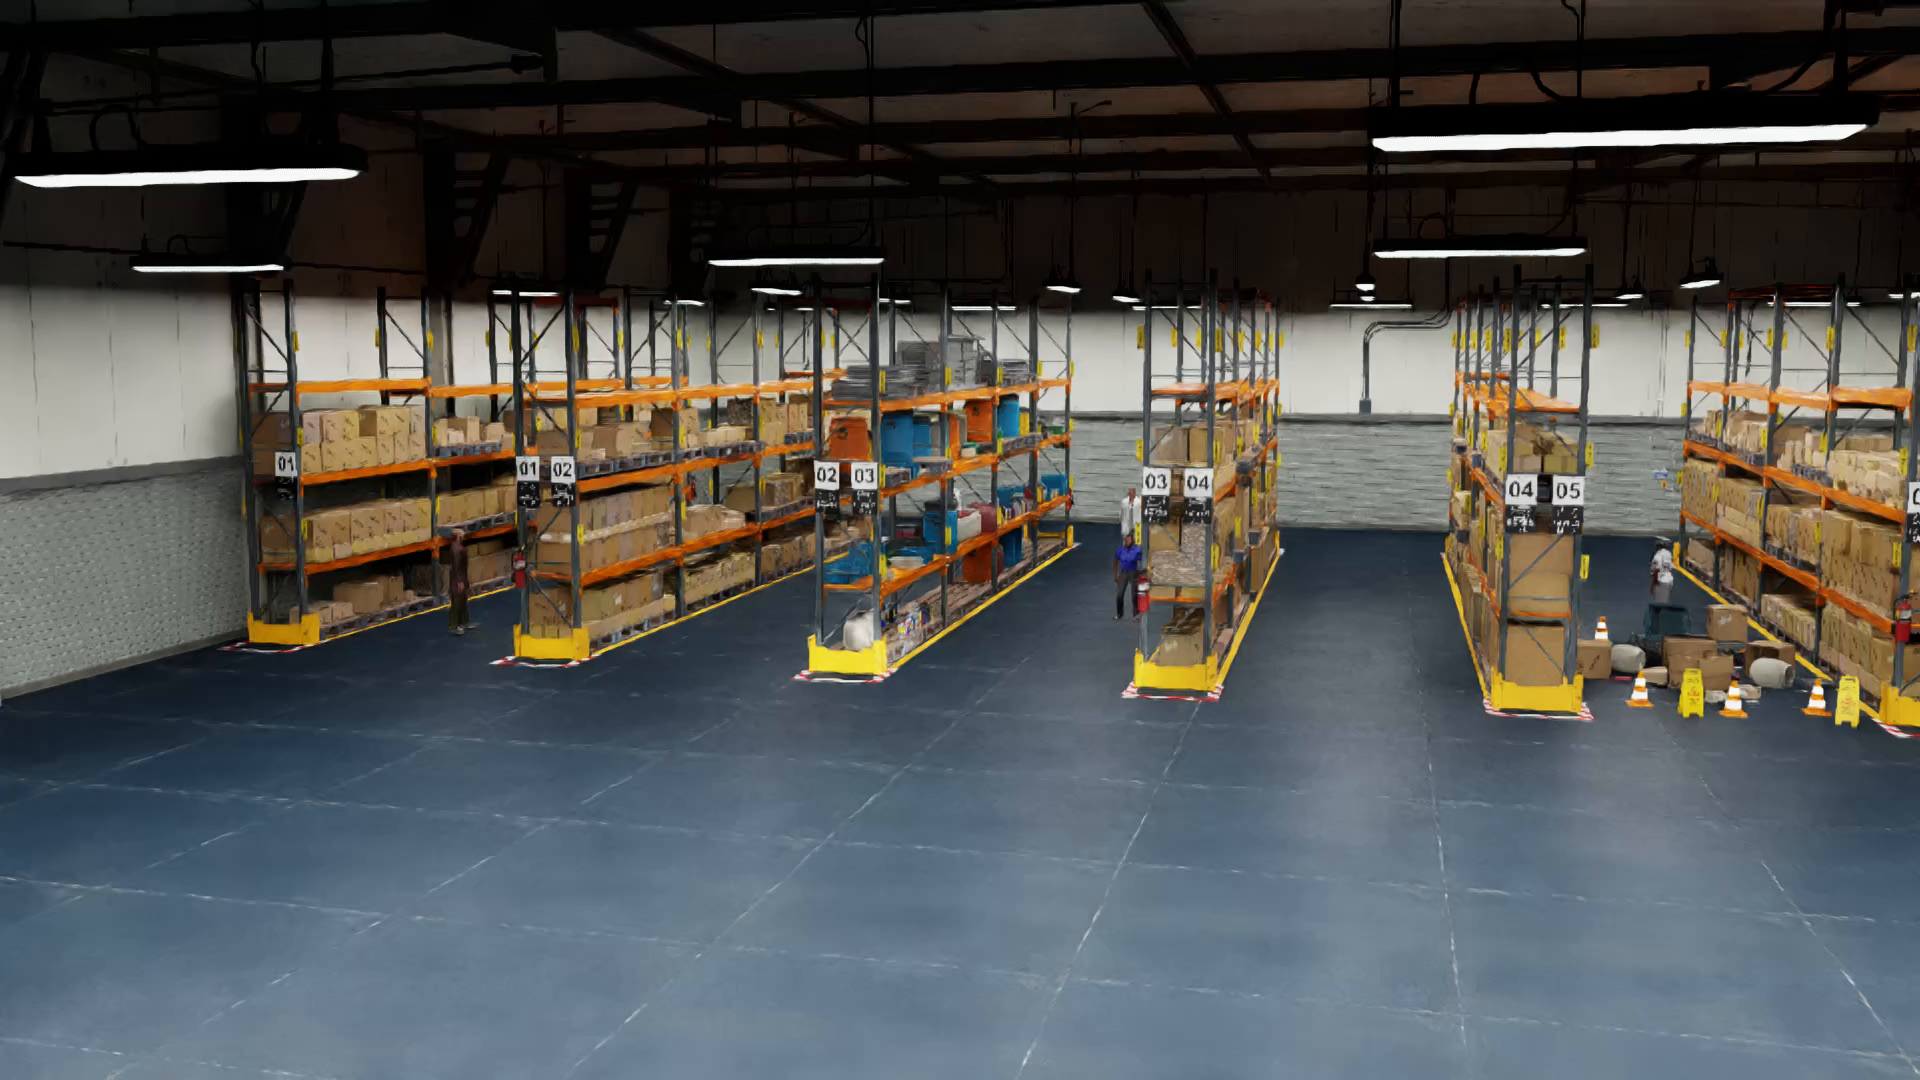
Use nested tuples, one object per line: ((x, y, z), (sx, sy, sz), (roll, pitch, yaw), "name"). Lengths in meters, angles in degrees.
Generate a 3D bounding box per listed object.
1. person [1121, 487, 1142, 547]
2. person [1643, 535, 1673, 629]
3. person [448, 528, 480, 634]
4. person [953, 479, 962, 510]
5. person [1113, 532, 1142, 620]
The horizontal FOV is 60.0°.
((3.888, -0.344, 37.444), (0.603, 1.725, 1.111), (2, 7, 13), "person")
((11.955, 0.761, 28.425), (0.545, 1.664, 0.574), (6, 9, 43), "person")
((-8.540, 0.682, 28.535), (0.520, 1.790, 0.656), (-2, 7, -15), "person")
((-0.199, -0.735, 41.128), (0.486, 1.590, 1.071), (1, 7, 11), "person")
((3.026, 0.648, 29.794), (0.592, 1.604, 0.517), (1, 7, 12), "person")
